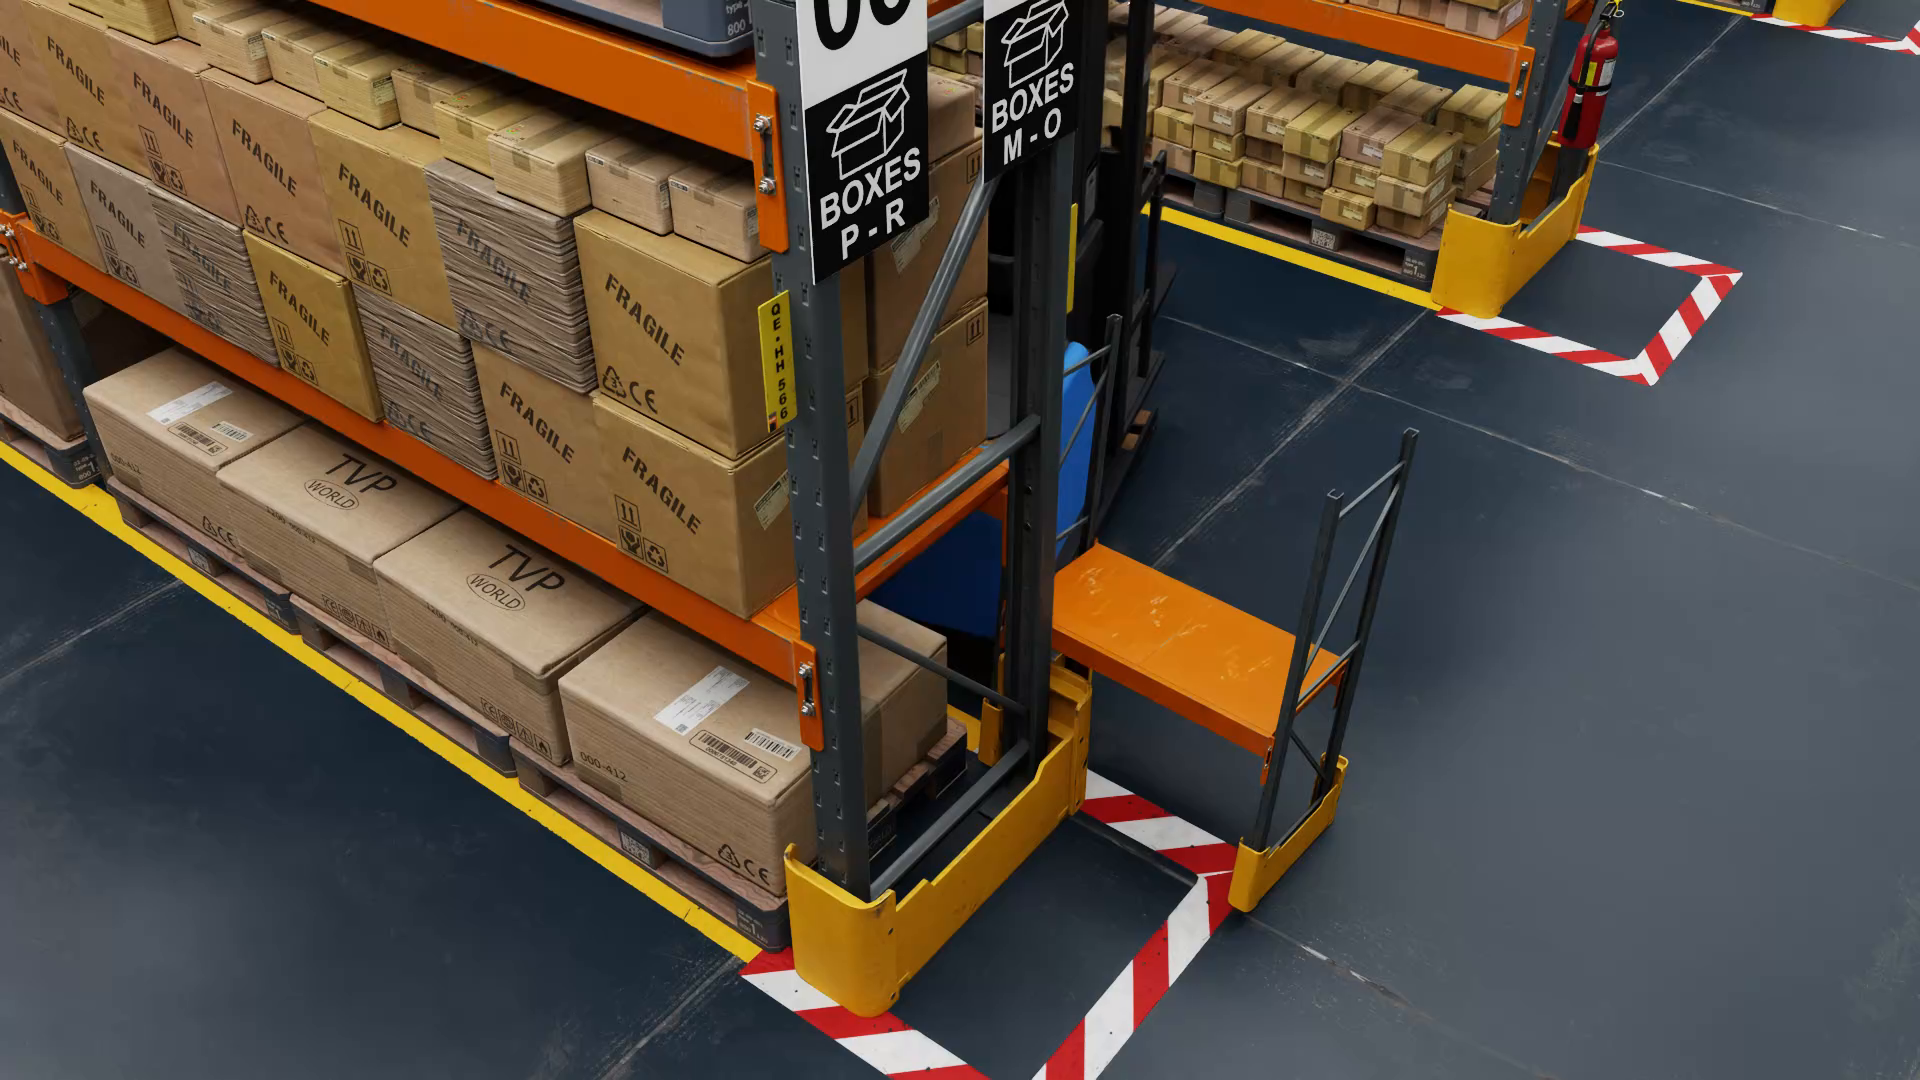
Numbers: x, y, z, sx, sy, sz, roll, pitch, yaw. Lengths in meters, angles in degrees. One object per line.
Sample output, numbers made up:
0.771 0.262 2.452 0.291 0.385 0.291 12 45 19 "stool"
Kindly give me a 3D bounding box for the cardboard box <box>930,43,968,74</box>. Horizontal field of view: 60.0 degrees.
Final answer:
0.039 -2.881 9.727 0.250 0.149 0.380 26 45 29 "cardboard box"

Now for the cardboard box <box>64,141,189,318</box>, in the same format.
-2.626 -1.148 5.702 0.500 0.500 0.500 26 45 29 "cardboard box"

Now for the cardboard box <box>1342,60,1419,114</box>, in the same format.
2.243 -2.408 8.881 0.250 0.149 0.380 25 45 28 "cardboard box"

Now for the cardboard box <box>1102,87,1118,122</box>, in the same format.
0.833 -2.465 9.196 0.250 0.149 0.380 25 44 28 "cardboard box"

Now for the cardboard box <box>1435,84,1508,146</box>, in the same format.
2.657 -2.206 8.624 0.250 0.149 0.380 23 44 27 "cardboard box"

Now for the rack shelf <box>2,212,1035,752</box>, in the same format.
-1.648 -0.571 5.629 4.000 0.370 1.077 25 45 29 "rack shelf"

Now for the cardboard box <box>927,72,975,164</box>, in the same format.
-0.174 -1.062 4.254 0.250 0.149 0.380 26 45 29 "cardboard box"

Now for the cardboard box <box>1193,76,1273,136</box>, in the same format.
1.431 -2.276 8.713 0.250 0.149 0.380 27 45 30 "cardboard box"

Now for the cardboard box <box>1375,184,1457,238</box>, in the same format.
2.322 -1.704 8.466 0.250 0.149 0.380 26 45 29 "cardboard box"

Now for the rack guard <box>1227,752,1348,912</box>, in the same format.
1.052 0.926 5.319 0.087 0.250 0.587 26 40 29 "rack guard"

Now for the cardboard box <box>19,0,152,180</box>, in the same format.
-2.609 -1.547 5.400 0.500 0.500 0.500 25 44 28 "cardboard box"

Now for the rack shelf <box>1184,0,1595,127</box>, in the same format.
1.279 -3.032 8.773 4.000 0.370 1.077 25 45 29 "rack shelf"

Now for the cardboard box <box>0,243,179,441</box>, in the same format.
-3.778 -1.125 7.136 0.875 0.875 0.875 27 45 30 "cardboard box"

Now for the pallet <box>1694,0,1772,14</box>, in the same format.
5.278 -4.120 11.842 1.213 0.211 1.003 25 45 29 "pallet"

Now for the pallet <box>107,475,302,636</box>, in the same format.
-2.681 -0.182 6.811 1.213 0.211 1.003 25 45 29 "pallet"

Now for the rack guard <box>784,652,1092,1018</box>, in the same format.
-0.041 0.888 5.210 0.348 0.500 1.175 25 45 29 "rack guard"

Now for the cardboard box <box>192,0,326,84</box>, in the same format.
-1.946 -1.466 4.771 0.250 0.149 0.380 25 45 29 "cardboard box"

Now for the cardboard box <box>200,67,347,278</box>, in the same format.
-1.810 -1.159 4.905 0.500 0.500 0.500 25 44 28 "cardboard box"

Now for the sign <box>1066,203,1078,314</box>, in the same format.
0.282 -0.746 4.504 0.005 0.325 0.100 25 45 29 "sign"

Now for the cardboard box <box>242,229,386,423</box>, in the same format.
-1.826 -0.765 5.213 0.500 0.500 0.500 27 45 30 "cardboard box"

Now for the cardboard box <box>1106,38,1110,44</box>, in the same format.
0.625 -2.687 9.237 0.250 0.149 0.380 26 45 29 "cardboard box"

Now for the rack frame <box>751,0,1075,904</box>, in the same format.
-0.060 -0.105 4.451 0.127 3.000 1.000 25 45 29 "rack frame"

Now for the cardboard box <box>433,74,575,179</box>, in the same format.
-1.114 -1.083 4.281 0.250 0.149 0.380 26 45 30 "cardboard box"

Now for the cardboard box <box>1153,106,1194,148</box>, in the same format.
1.249 -2.271 8.948 0.250 0.149 0.380 28 46 31 "cardboard box"

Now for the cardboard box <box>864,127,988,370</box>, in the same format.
-0.268 -0.857 4.519 0.500 0.500 0.500 24 44 28 "cardboard box"

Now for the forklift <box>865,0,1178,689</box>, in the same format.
0.222 -1.526 6.322 1.130 2.935 3.031 13 40 16 "forklift"

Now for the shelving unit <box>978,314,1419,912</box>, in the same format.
0.701 0.216 5.217 1.083 1.500 0.587 26 40 29 "shelving unit"

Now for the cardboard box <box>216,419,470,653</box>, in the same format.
-2.092 -0.137 6.229 0.875 0.438 0.875 24 44 27 "cardboard box"

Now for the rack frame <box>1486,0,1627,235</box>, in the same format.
2.867 -2.566 7.595 0.127 3.000 1.000 25 45 29 "rack frame"

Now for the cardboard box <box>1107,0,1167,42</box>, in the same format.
0.990 -2.978 9.610 0.250 0.149 0.380 23 44 27 "cardboard box"

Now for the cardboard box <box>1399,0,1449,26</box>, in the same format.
2.262 -2.563 7.794 0.250 0.149 0.380 25 45 29 "cardboard box"

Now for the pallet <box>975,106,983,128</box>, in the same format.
0.245 -2.732 10.069 1.213 0.211 1.003 25 45 29 "pallet"

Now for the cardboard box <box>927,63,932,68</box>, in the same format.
-0.216 -2.814 9.882 0.250 0.149 0.380 23 44 27 "cardboard box"

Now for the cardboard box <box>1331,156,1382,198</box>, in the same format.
2.100 -1.909 8.485 0.250 0.149 0.380 24 44 28 "cardboard box"

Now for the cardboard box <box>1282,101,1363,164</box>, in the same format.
1.845 -2.075 8.456 0.250 0.149 0.380 24 44 28 "cardboard box"

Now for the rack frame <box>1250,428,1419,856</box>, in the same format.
1.091 0.408 4.972 0.032 1.500 0.500 26 40 29 "rack frame"

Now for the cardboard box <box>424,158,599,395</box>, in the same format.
-1.020 -0.783 4.425 0.500 0.500 0.500 25 45 29 "cardboard box"

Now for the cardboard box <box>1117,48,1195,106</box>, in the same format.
1.063 -2.513 9.016 0.250 0.149 0.380 25 45 29 "cardboard box"

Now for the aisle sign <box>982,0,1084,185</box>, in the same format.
0.173 -1.243 3.796 0.004 0.787 0.394 25 45 29 "aisle sign"

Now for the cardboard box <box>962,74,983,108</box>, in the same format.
0.224 -2.646 9.669 0.250 0.149 0.380 25 44 28 "cardboard box"

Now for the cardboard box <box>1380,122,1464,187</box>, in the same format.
2.293 -1.918 8.255 0.250 0.149 0.380 26 45 29 "cardboard box"

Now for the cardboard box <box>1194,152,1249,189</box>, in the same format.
1.454 -2.043 8.898 0.250 0.149 0.380 23 44 27 "cardboard box"

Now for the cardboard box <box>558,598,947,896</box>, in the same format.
-0.645 0.541 5.364 0.875 0.438 0.875 24 44 27 "cardboard box"

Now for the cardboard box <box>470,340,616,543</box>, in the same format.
-0.993 -0.391 4.734 0.500 0.500 0.500 24 44 28 "cardboard box"

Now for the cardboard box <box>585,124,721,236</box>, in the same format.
-0.683 -0.913 4.064 0.250 0.149 0.380 26 45 29 "cardboard box"

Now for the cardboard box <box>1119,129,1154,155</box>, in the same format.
1.094 -2.287 9.209 0.250 0.149 0.380 27 45 30 "cardboard box"

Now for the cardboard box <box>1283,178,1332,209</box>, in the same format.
1.899 -1.892 8.705 0.250 0.149 0.380 25 44 28 "cardboard box"

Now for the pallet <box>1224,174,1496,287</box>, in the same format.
2.183 -1.819 8.901 1.213 0.211 1.003 25 45 29 "pallet"

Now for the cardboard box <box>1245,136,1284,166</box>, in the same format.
1.710 -2.129 8.767 0.250 0.149 0.380 25 44 28 "cardboard box"

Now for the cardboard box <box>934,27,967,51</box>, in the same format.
0.020 -2.979 9.611 0.250 0.149 0.380 28 46 31 "cardboard box"

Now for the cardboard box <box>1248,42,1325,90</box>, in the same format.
1.781 -2.568 9.087 0.250 0.149 0.380 27 45 30 "cardboard box"

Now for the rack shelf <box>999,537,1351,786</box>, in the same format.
0.683 0.361 5.322 1.000 0.185 0.538 26 40 29 "rack shelf"

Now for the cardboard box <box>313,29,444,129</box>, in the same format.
-1.513 -1.281 4.534 0.250 0.149 0.380 26 45 30 "cardboard box"

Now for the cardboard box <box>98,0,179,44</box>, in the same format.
-2.348 -1.646 5.001 0.250 0.149 0.380 24 44 27 "cardboard box"

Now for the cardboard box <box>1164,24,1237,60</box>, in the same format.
1.342 -2.737 9.301 0.250 0.149 0.380 25 45 29 "cardboard box"

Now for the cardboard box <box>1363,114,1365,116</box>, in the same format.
2.176 -2.227 8.892 0.250 0.149 0.380 26 45 29 "cardboard box"

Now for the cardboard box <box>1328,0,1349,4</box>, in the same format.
1.837 -2.733 8.012 0.250 0.149 0.380 27 45 30 "cardboard box"

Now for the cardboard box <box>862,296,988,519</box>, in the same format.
-0.267 -0.464 4.829 0.500 0.500 0.500 25 44 28 "cardboard box"

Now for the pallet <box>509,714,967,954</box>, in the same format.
-0.743 0.732 5.644 1.213 0.211 1.003 25 45 29 "pallet"
